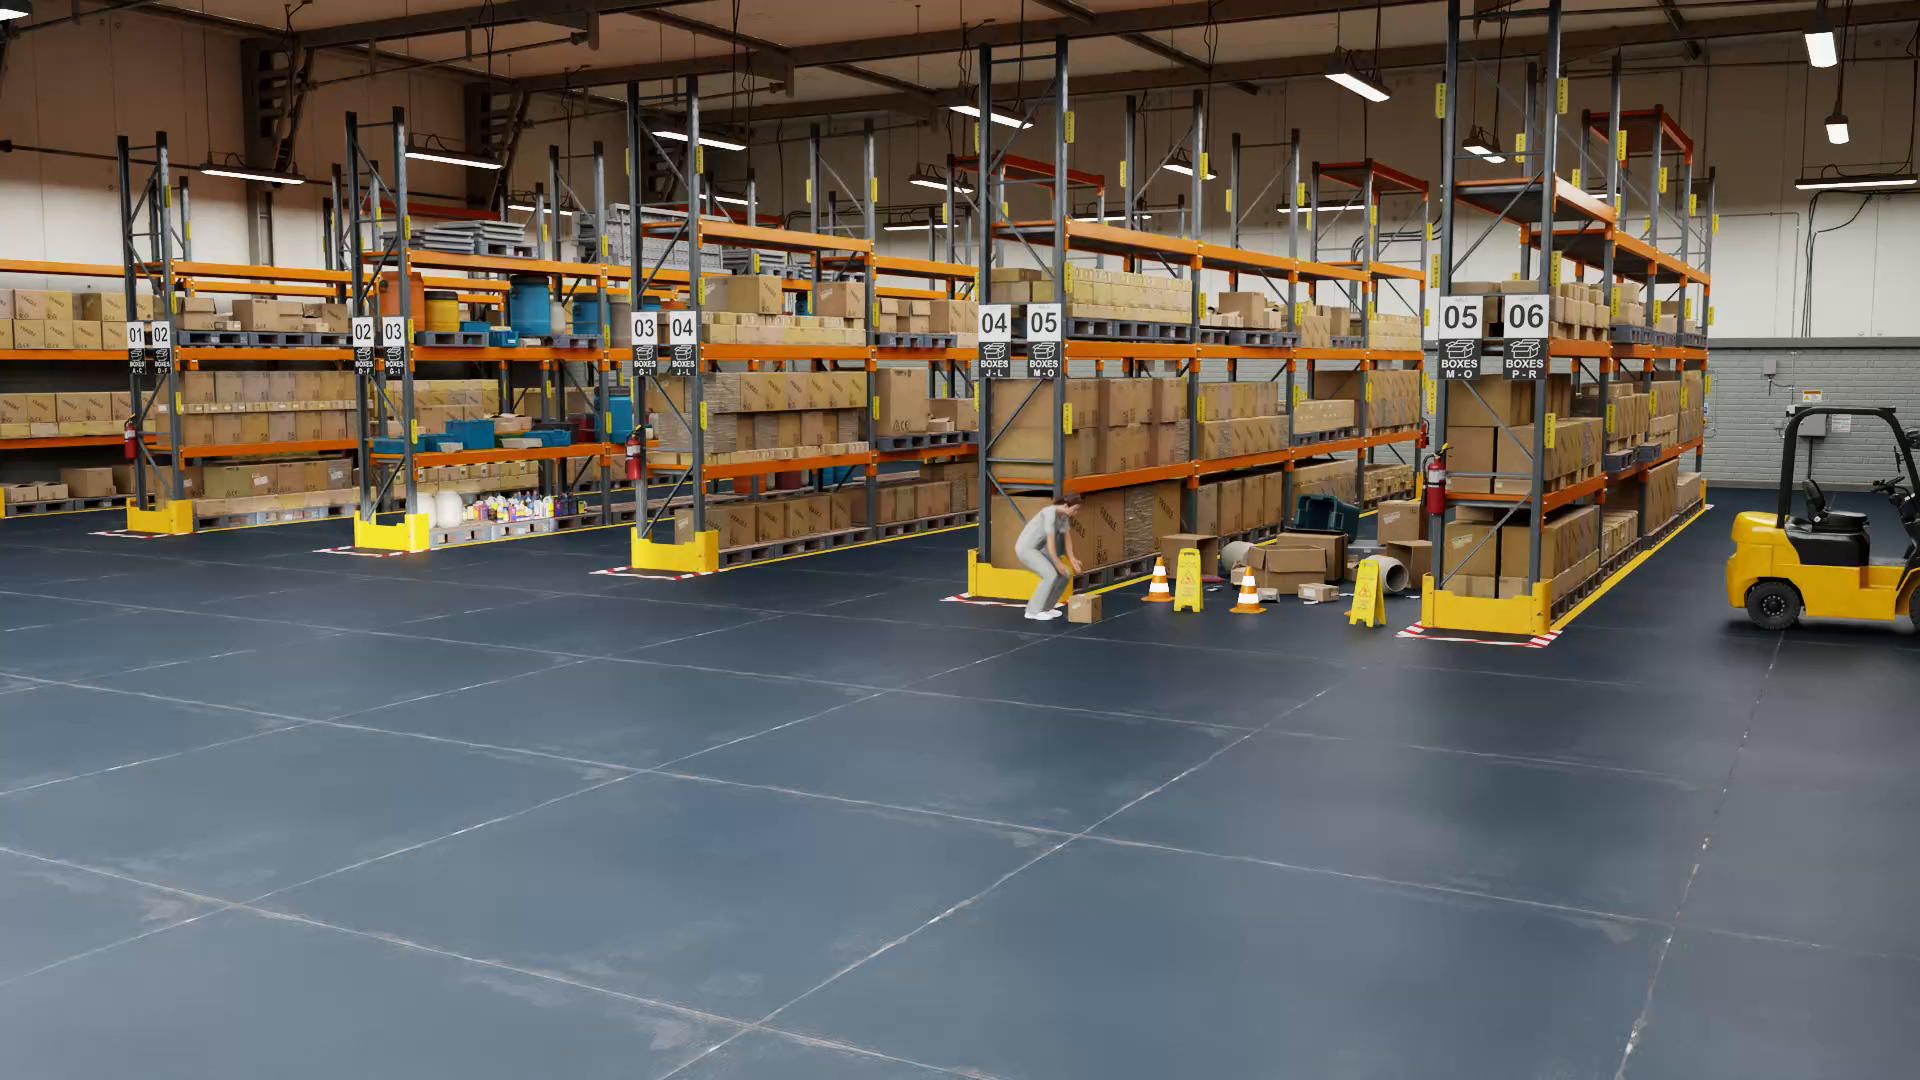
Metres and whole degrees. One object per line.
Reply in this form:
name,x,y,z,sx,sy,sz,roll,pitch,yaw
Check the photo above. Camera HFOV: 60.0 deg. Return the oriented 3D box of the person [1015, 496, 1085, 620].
person,0.918,0.170,16.788,0.709,1.245,0.494,3,7,29
